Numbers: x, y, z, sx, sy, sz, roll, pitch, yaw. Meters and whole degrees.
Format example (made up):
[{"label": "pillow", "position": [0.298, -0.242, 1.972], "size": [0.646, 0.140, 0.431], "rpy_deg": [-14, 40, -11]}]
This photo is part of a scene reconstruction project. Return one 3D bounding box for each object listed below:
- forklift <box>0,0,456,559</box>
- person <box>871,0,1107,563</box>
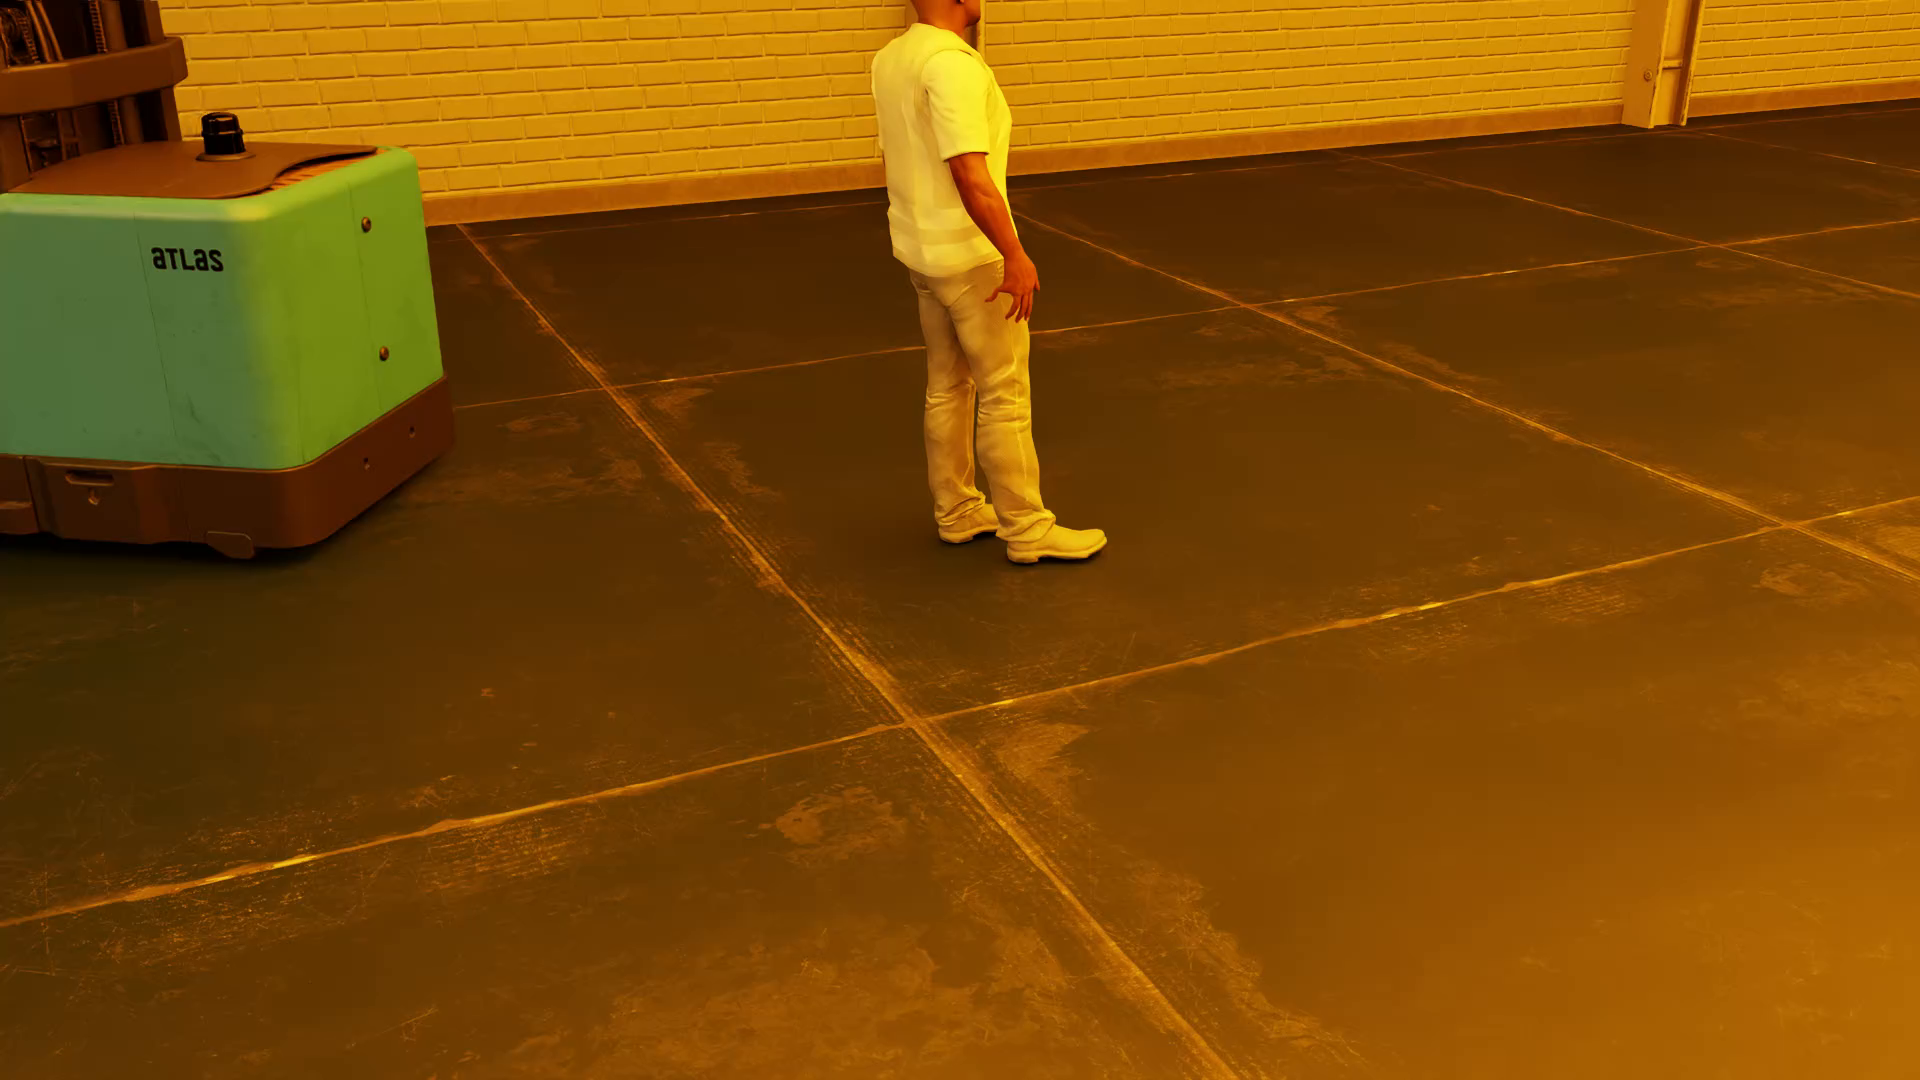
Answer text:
[{"label": "forklift", "position": [-3.300, -1.550, 5.018], "size": [3.031, 2.935, 1.130], "rpy_deg": [4, 23, 9]}, {"label": "person", "position": [0.066, -0.832, 4.788], "size": [0.575, 1.768, 0.665], "rpy_deg": [-10, 25, -23]}]
